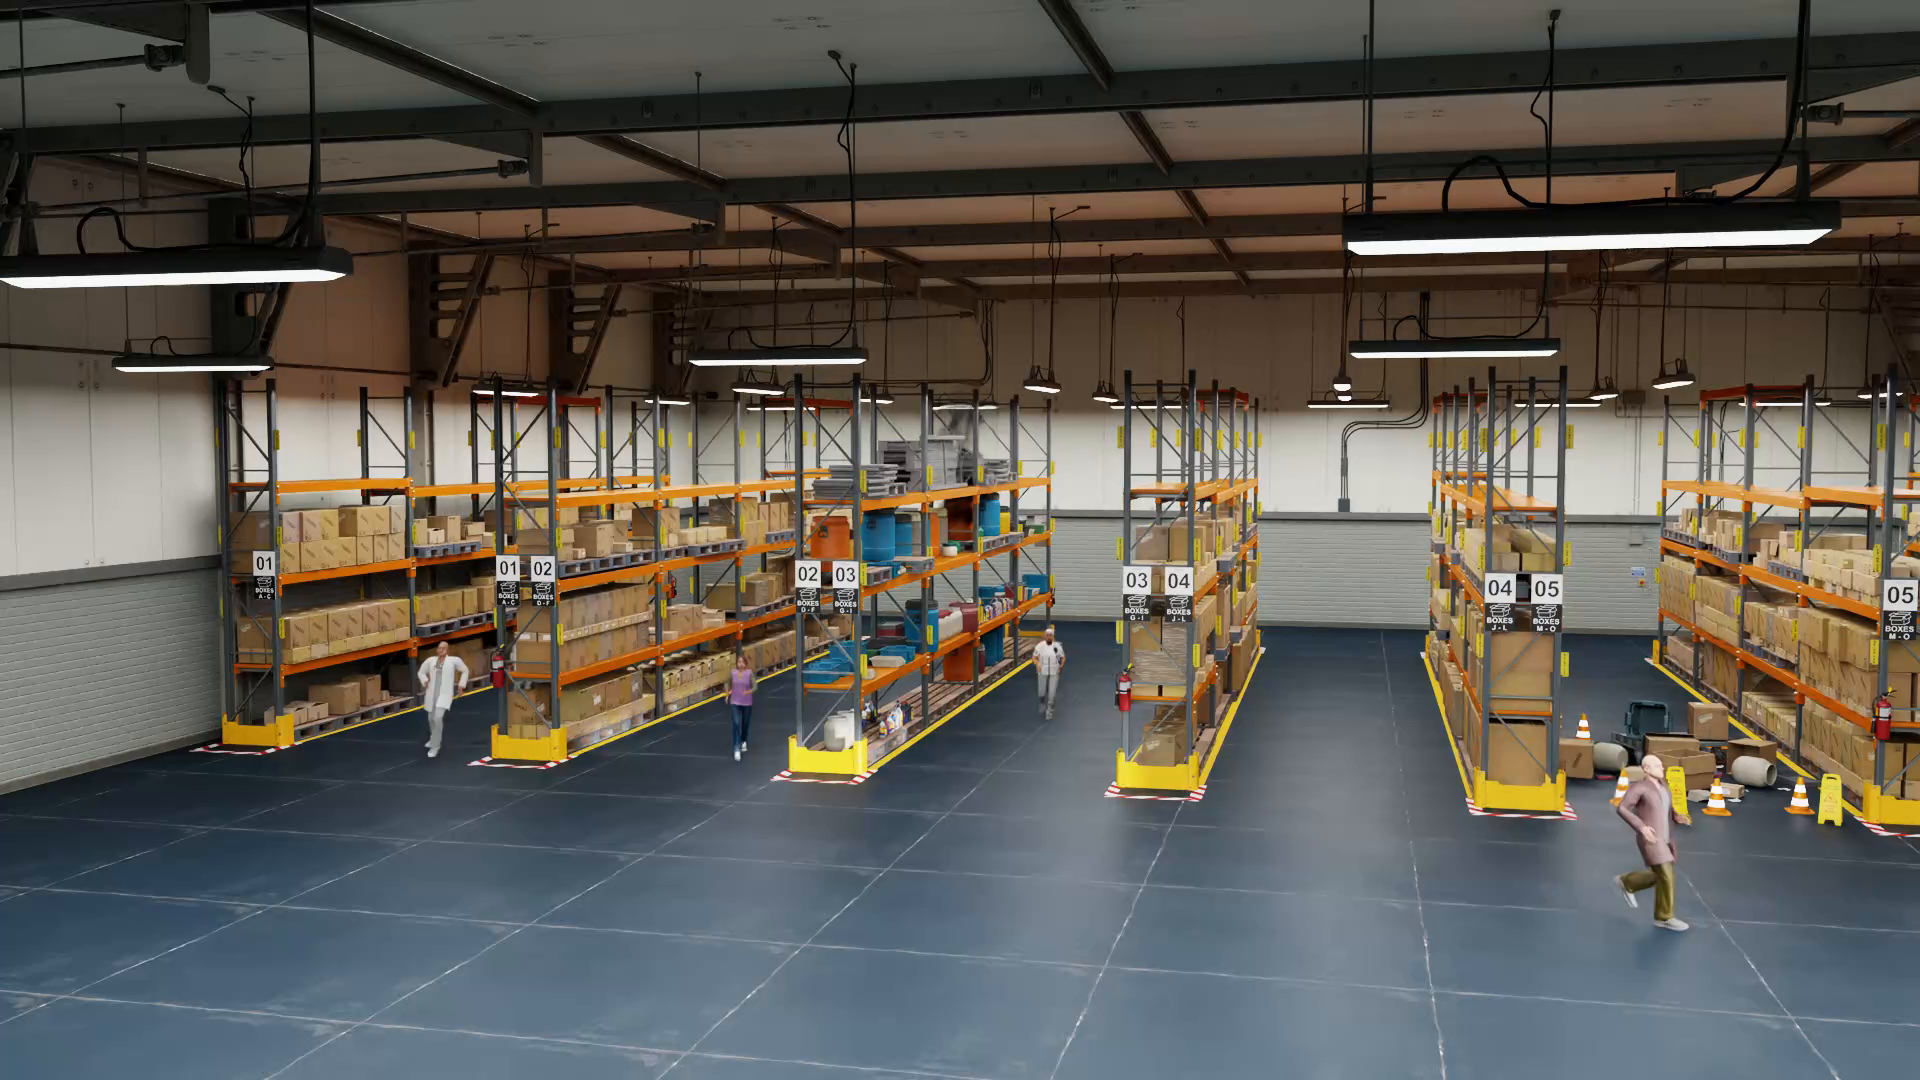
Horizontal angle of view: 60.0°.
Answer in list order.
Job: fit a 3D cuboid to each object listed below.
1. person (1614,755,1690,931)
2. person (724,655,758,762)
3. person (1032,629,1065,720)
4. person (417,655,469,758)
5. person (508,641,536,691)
[{"bbox_3d":[7.143,3.096,17.196,0.684,1.745,0.897,-2,4,-35],"label":"person"},{"bbox_3d":[-3.456,2.625,26.243,0.523,1.628,0.761,-1,3,-9],"label":"person"},{"bbox_3d":[1.599,2.400,29.884,0.596,1.621,0.544,0,3,2],"label":"person"},{"bbox_3d":[-8.314,2.637,26.647,0.767,1.626,0.877,0,3,4],"label":"person"},{"bbox_3d":[-7.866,2.340,29.889,0.529,1.617,0.533,0,3,5],"label":"person"}]
